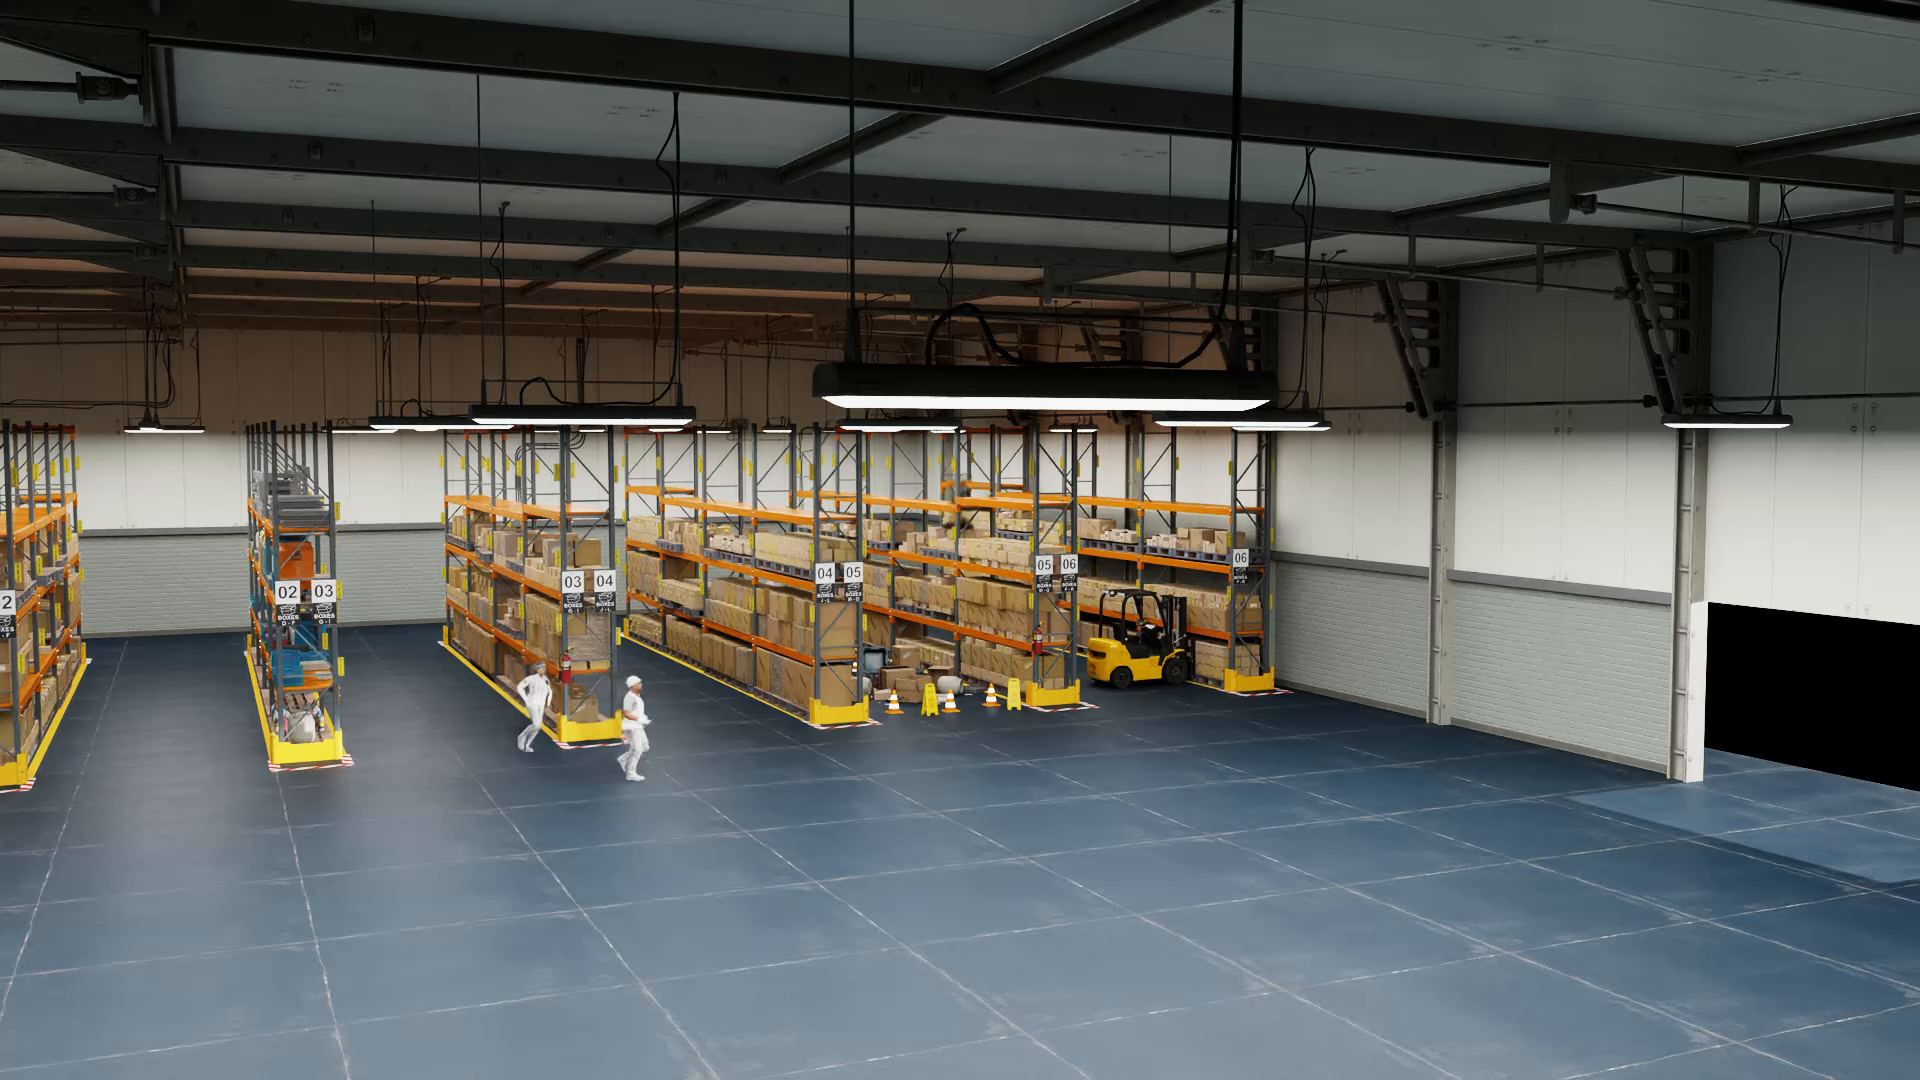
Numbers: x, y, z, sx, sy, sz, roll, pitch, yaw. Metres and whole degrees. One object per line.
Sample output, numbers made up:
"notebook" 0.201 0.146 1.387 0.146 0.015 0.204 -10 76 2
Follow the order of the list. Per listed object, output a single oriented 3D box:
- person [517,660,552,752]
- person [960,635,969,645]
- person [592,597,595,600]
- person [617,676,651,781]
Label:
"person" -7.680 3.012 30.245 0.508 1.644 0.647 2 4 34
"person" 0.167 2.187 43.439 0.608 1.699 0.886 -2 4 -26
"person" -9.733 2.081 45.056 0.524 1.741 0.767 -1 4 -18
"person" -5.420 3.126 27.622 0.633 1.746 0.665 0 4 1
